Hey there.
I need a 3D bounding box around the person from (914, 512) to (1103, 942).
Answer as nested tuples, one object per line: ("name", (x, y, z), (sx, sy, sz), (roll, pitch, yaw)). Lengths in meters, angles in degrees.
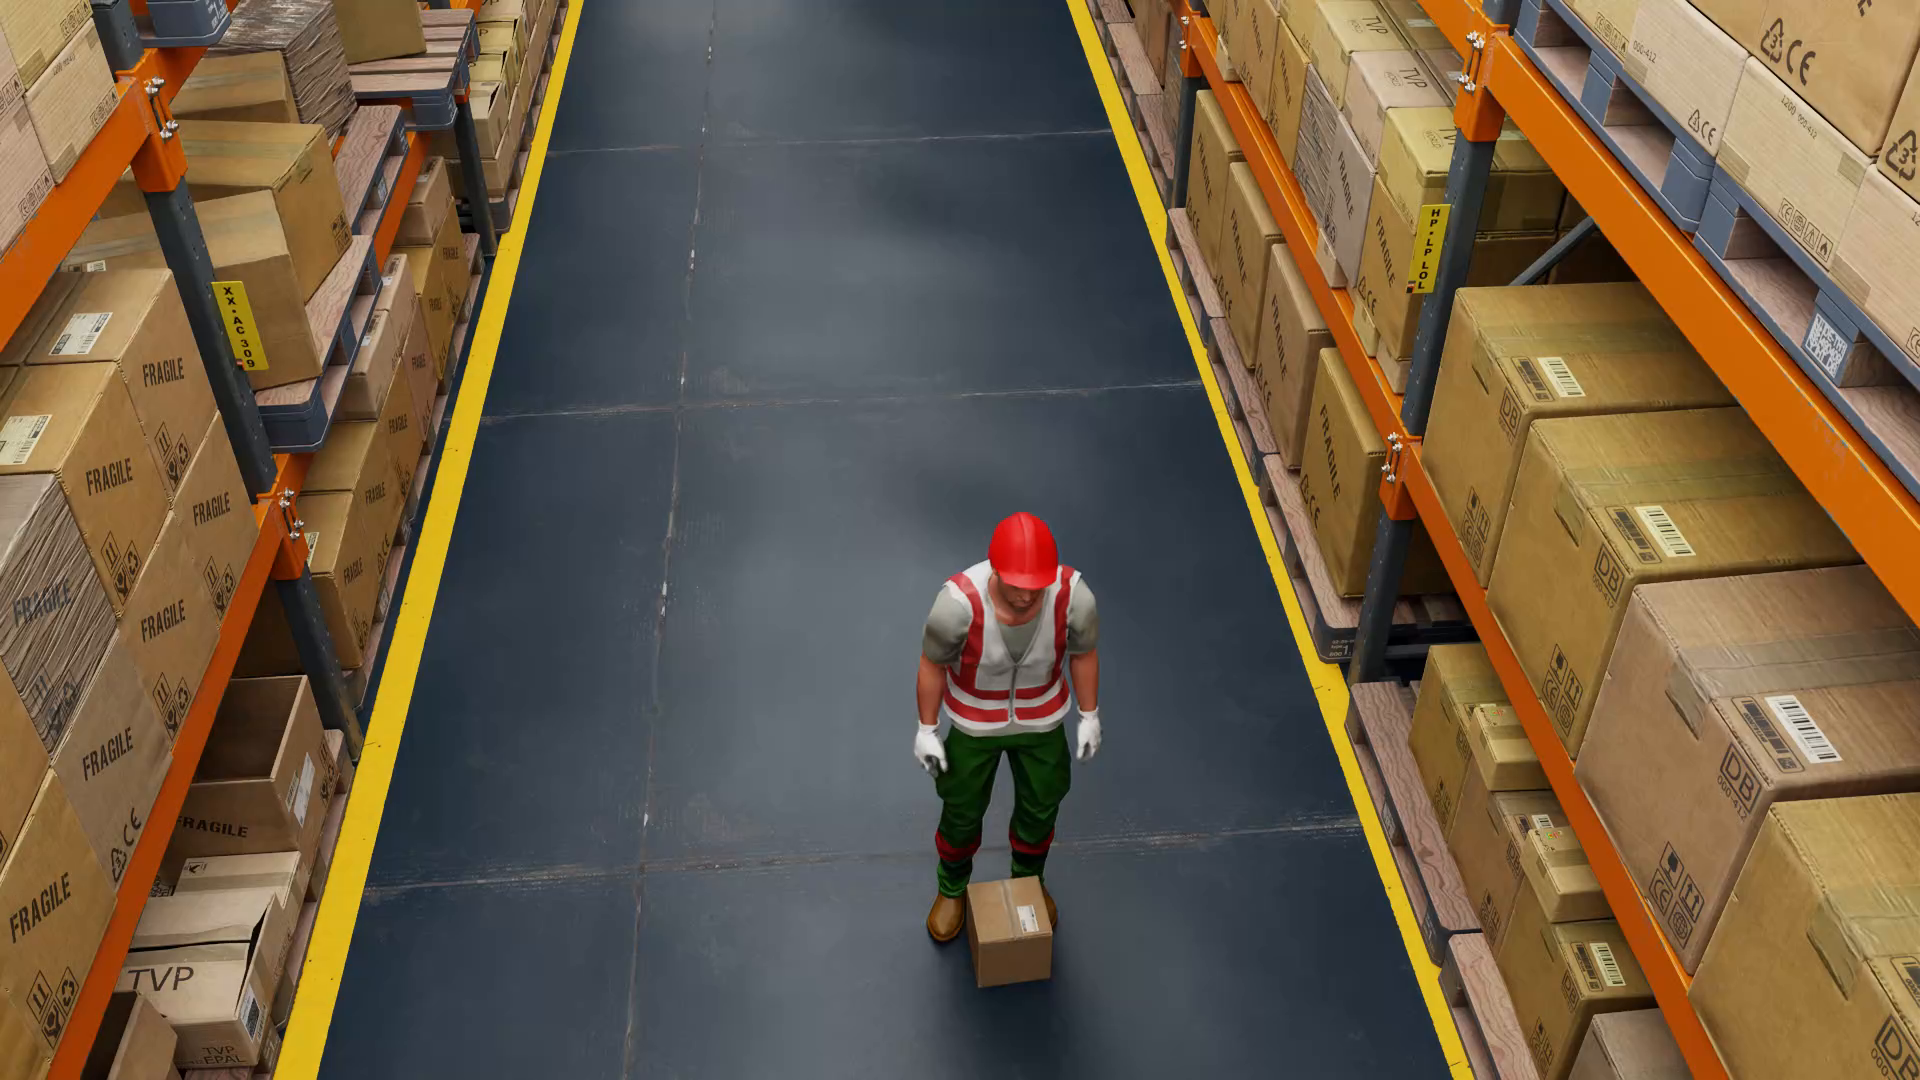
("person", (0.157, 0.604, 5.389), (0.623, 1.779, 0.452), (-4, 39, -5))
